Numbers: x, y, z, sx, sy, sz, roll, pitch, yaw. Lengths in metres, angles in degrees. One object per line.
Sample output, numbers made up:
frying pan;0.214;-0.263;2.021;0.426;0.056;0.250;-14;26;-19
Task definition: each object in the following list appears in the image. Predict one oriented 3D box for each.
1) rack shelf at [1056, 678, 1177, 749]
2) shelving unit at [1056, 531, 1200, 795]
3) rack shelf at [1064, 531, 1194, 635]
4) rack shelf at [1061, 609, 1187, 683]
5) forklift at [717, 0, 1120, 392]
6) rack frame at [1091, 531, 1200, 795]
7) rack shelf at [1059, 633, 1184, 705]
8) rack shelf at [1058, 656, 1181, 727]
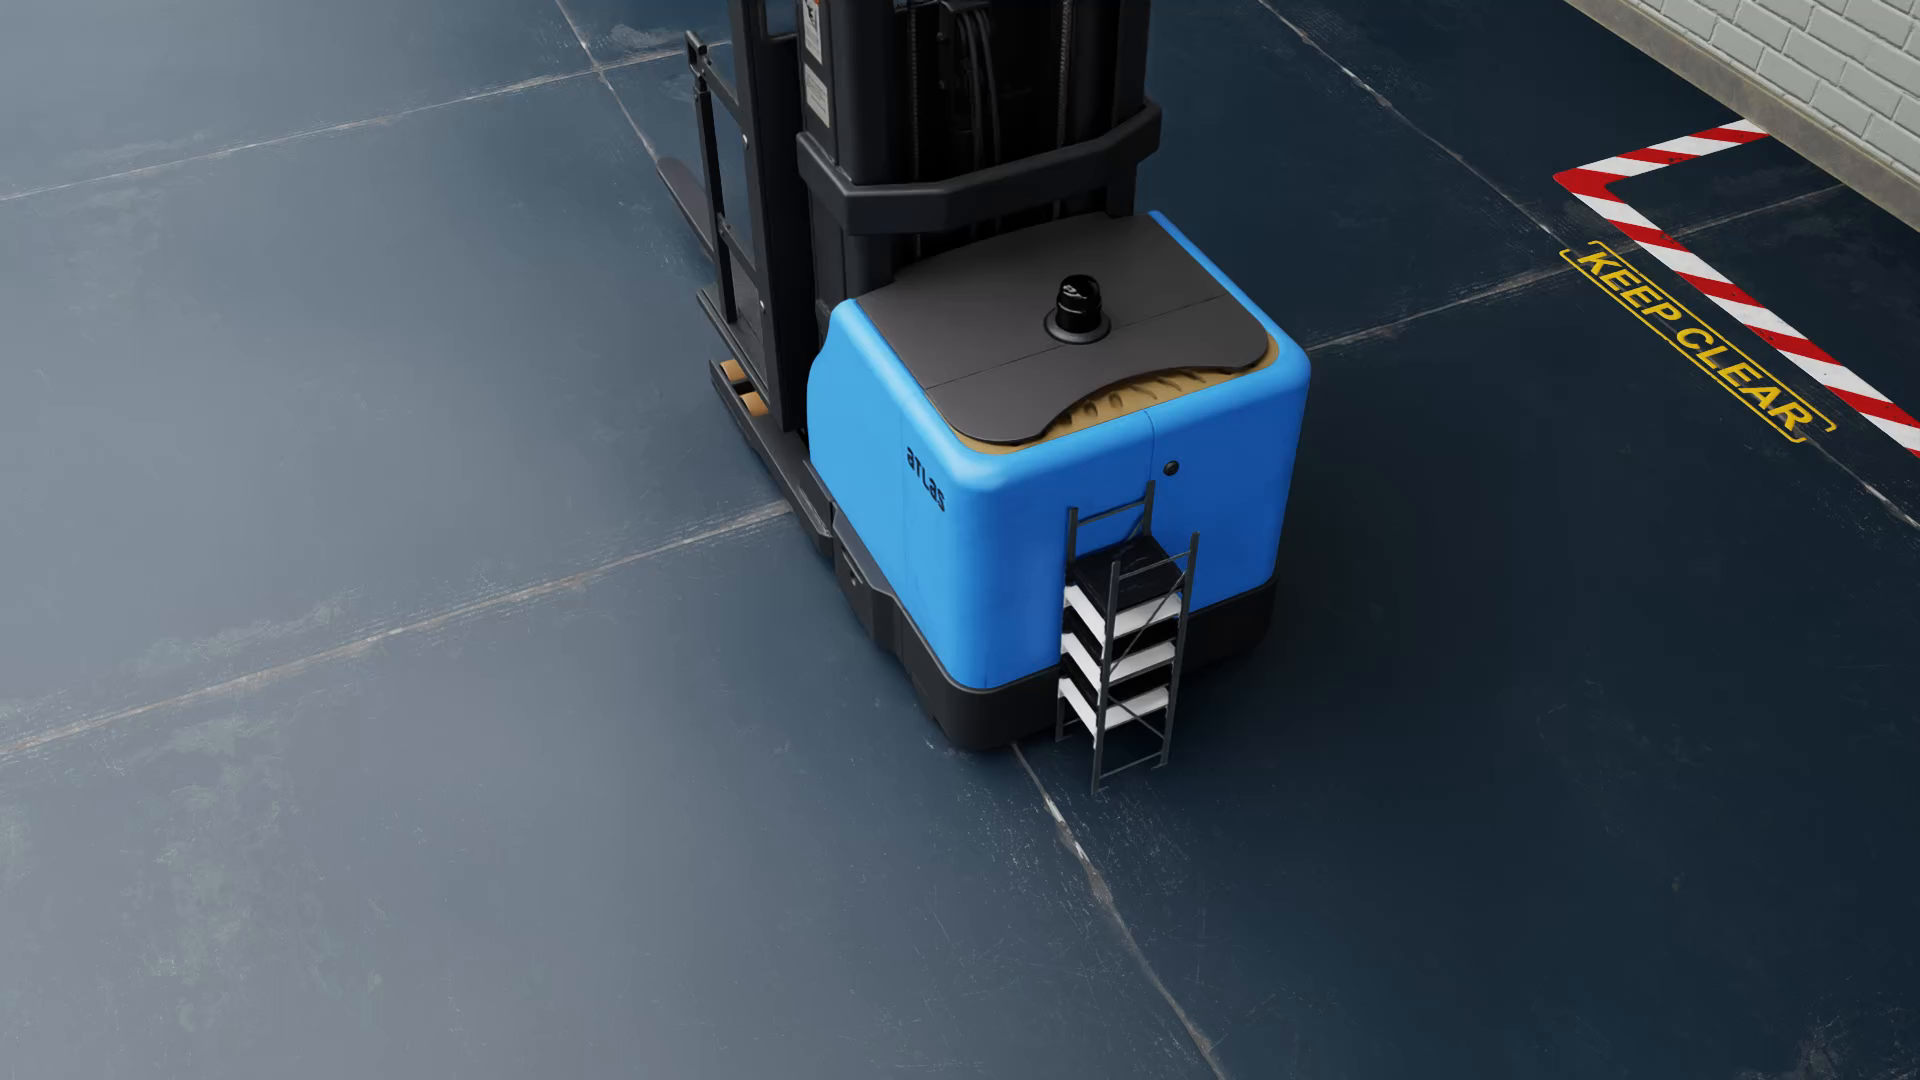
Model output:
rack shelf;-1.093;-6.508;11.649;6.446;0.275;19.399;-19;48;-19
shelving unit;-1.092;-6.728;11.428;6.446;0.900;19.404;-19;48;-19
rack shelf;0.421;0.105;4.166;0.258;0.077;0.200;-19;48;-19
rack shelf;0.421;0.233;4.292;0.258;0.077;0.200;-19;48;-19
forklift;-0.194;-1.508;4.691;1.121;2.935;3.031;-19;48;-19
rack frame;0.467;0.338;4.267;0.240;0.900;0.006;-19;48;-19
rack shelf;0.421;0.298;4.355;0.258;0.077;0.200;-19;48;-19
rack shelf;0.421;0.362;4.418;0.258;0.077;0.200;-19;48;-19
